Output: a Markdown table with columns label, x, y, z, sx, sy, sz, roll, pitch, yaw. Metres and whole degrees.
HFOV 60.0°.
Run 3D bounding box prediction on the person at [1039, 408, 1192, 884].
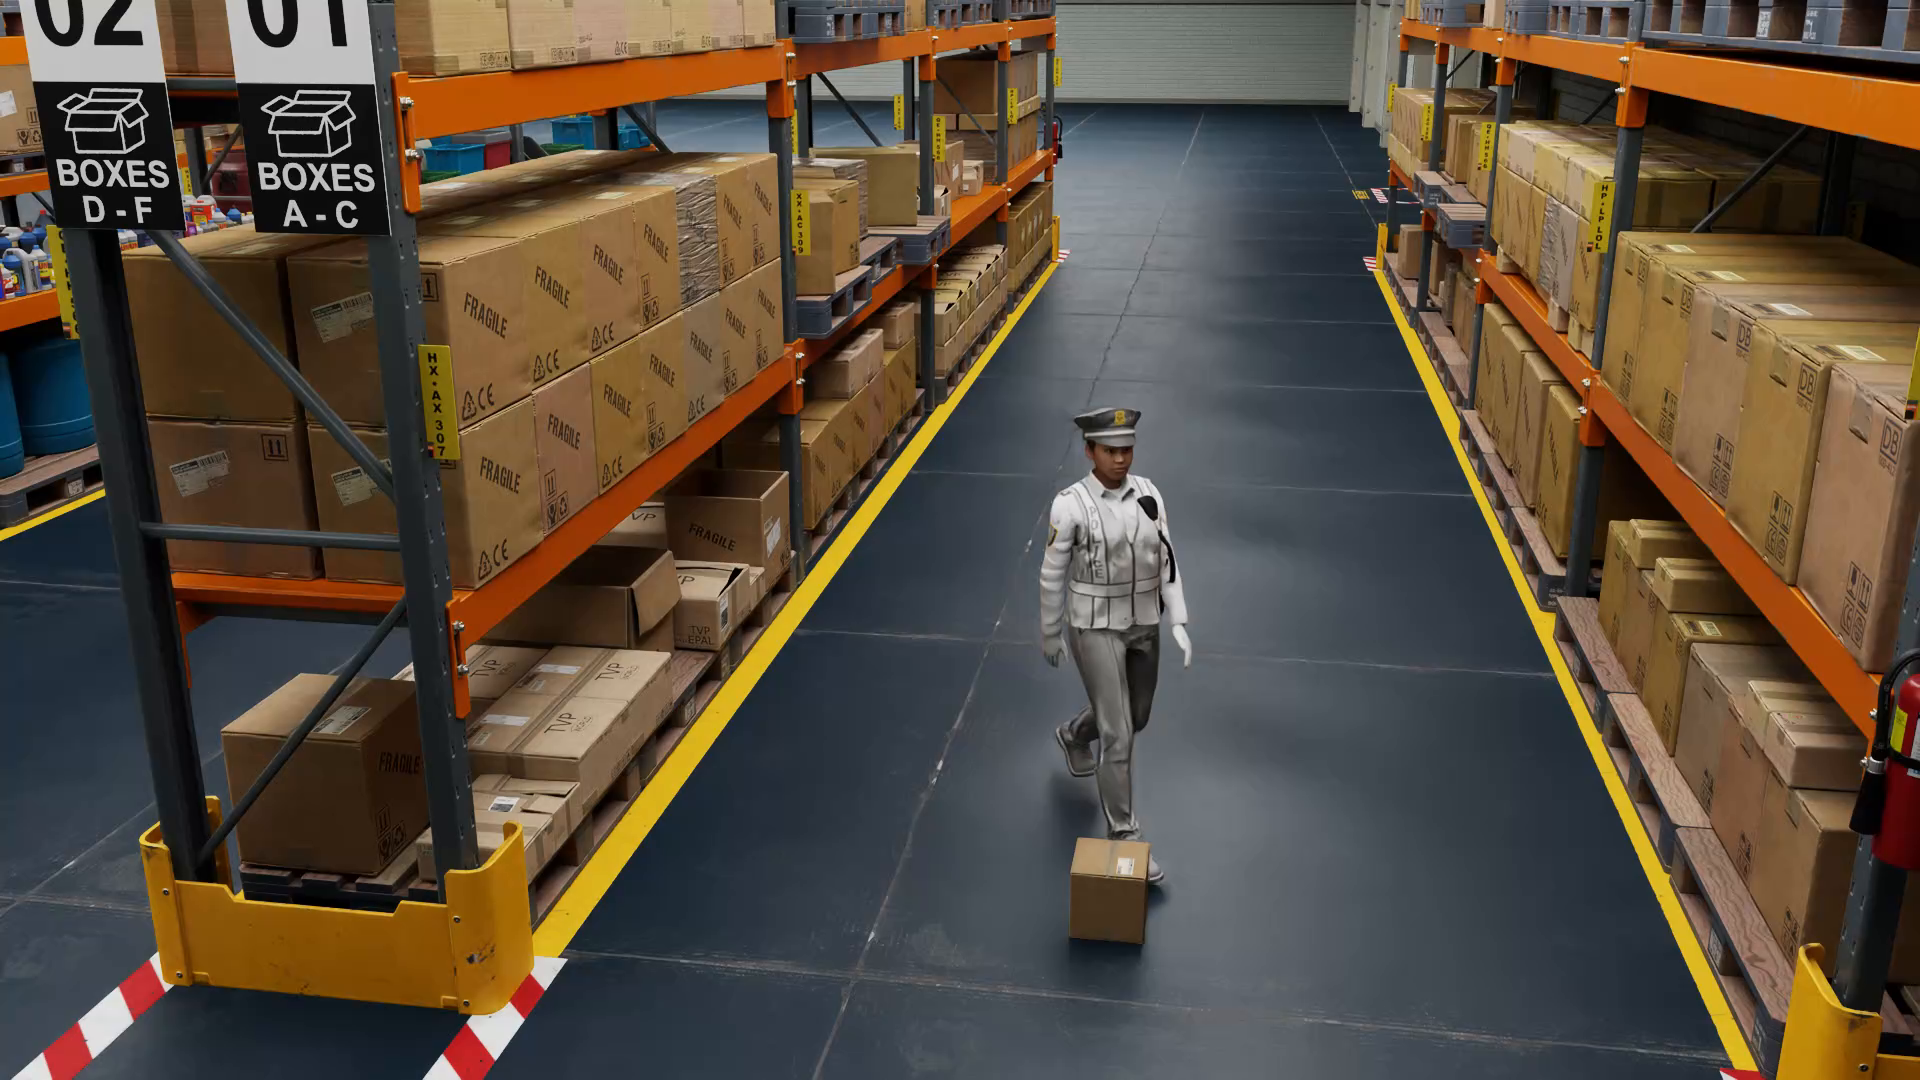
| label | x | y | z | sx | sy | sz | roll | pitch | yaw |
| --- | --- | --- | --- | --- | --- | --- | --- | --- | --- |
| person | 0.575 | 0.309 | 6.082 | 0.488 | 1.635 | 0.939 | -10 | 20 | -28 |
